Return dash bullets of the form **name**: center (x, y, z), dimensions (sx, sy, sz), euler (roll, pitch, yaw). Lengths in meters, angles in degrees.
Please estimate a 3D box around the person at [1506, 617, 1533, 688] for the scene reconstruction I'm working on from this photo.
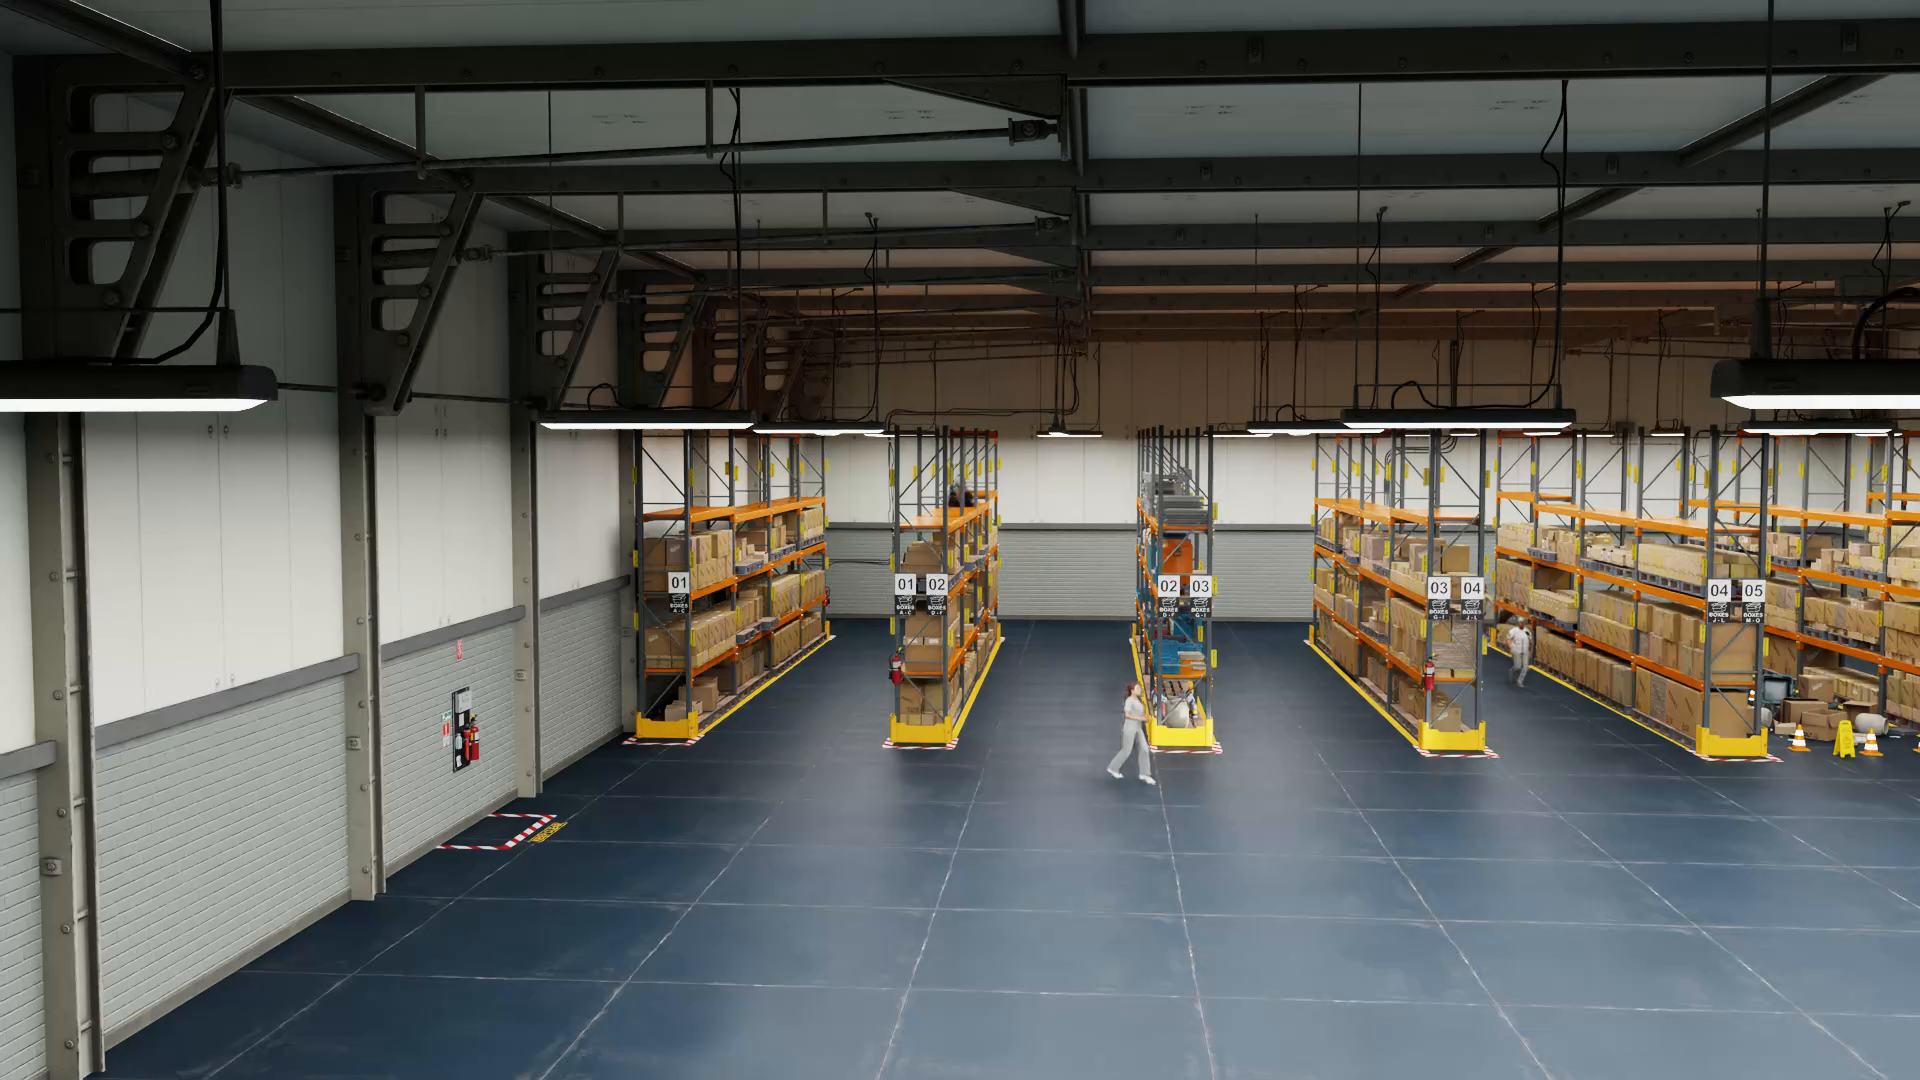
- **person**: center (12.988, 2.603, 38.535), dimensions (0.608, 1.623, 0.549), euler (0, 3, 1)

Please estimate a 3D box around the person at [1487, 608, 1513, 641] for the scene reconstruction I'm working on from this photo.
- **person**: center (15.452, 2.013, 47.350), dimensions (0.891, 1.721, 0.719), euler (0, 3, 6)

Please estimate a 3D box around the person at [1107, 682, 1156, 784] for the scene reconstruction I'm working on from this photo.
- **person**: center (2.858, 3.214, 27.805), dimensions (0.856, 1.704, 0.560), euler (2, 4, 32)

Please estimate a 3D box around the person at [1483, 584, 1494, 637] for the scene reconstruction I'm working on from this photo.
- **person**: center (14.760, 2.061, 47.165), dimensions (0.932, 1.633, 0.634), euler (-1, 4, -22)
